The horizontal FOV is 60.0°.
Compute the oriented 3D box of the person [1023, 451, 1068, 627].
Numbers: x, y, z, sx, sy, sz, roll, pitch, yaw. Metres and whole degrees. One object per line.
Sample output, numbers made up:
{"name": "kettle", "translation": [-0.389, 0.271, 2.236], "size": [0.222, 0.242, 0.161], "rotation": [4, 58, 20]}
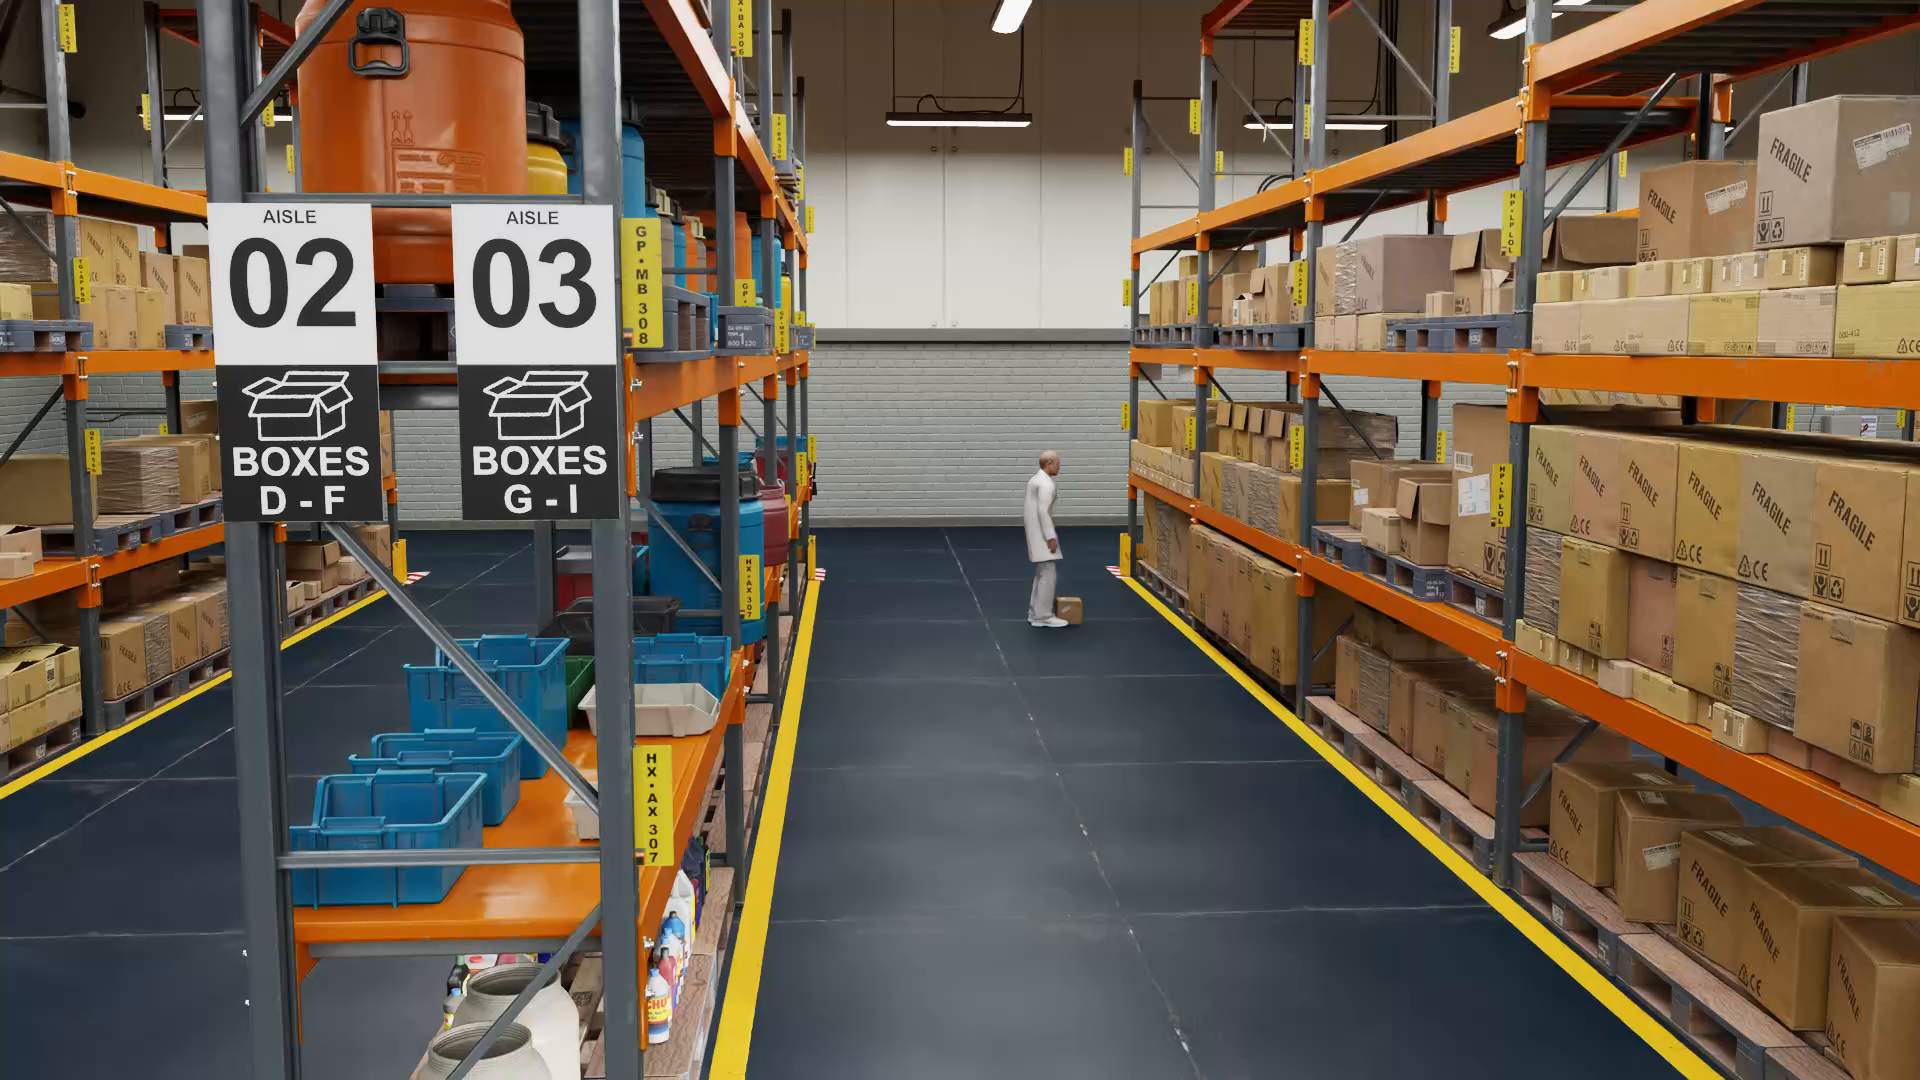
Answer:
{"name": "person", "translation": [0.865, -0.021, 16.988], "size": [0.427, 1.773, 0.633], "rotation": [-1, 7, -6]}
